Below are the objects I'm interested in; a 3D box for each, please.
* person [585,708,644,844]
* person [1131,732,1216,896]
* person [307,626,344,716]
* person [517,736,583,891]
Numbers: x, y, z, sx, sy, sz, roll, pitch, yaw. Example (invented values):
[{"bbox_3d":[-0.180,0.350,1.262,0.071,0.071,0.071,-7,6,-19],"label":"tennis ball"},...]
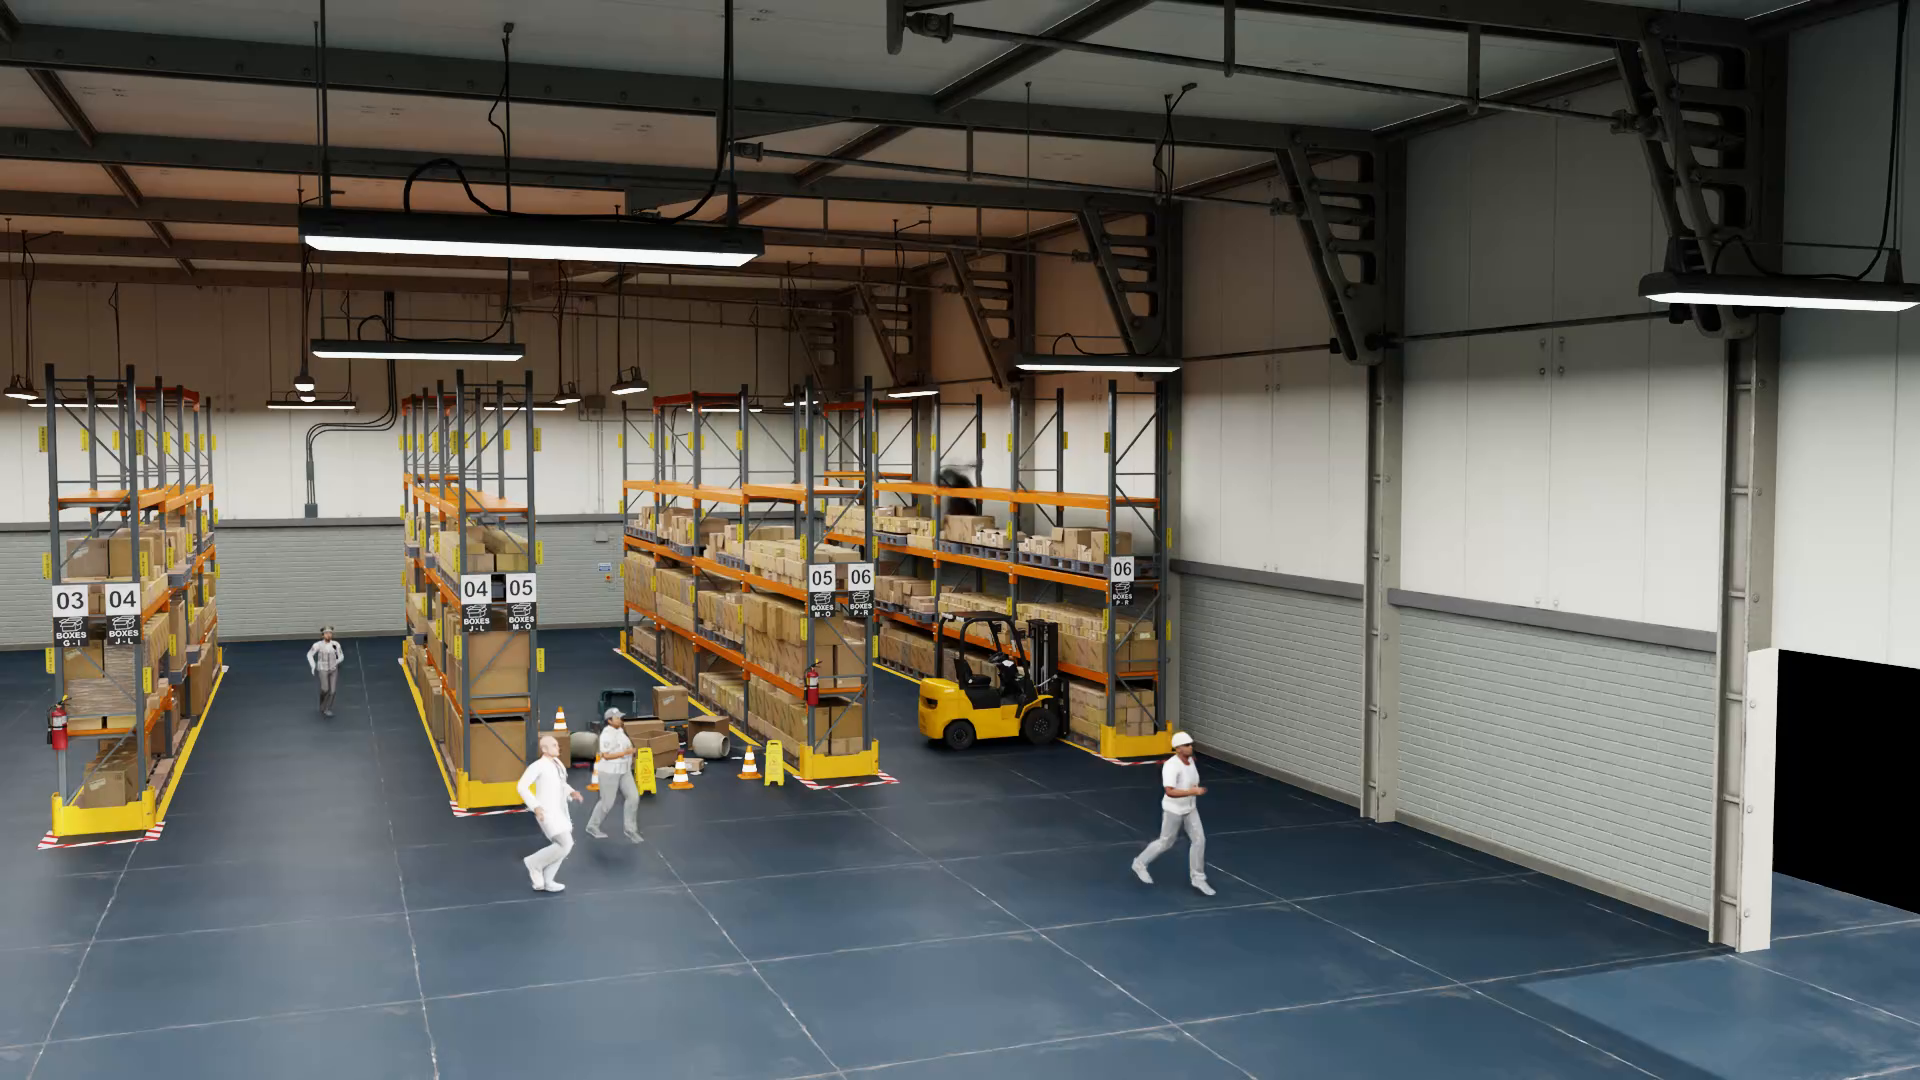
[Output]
[{"bbox_3d":[-4.335,2.952,20.798,0.735,1.722,0.588,1,4,20],"label":"person"},{"bbox_3d":[2.411,3.030,18.582,0.948,1.801,0.712,3,4,38],"label":"person"},{"bbox_3d":[-11.545,2.392,30.367,0.607,1.656,0.561,-2,4,-33],"label":"person"},{"bbox_3d":[-4.509,3.050,18.506,0.623,1.736,0.703,1,3,14],"label":"person"}]
